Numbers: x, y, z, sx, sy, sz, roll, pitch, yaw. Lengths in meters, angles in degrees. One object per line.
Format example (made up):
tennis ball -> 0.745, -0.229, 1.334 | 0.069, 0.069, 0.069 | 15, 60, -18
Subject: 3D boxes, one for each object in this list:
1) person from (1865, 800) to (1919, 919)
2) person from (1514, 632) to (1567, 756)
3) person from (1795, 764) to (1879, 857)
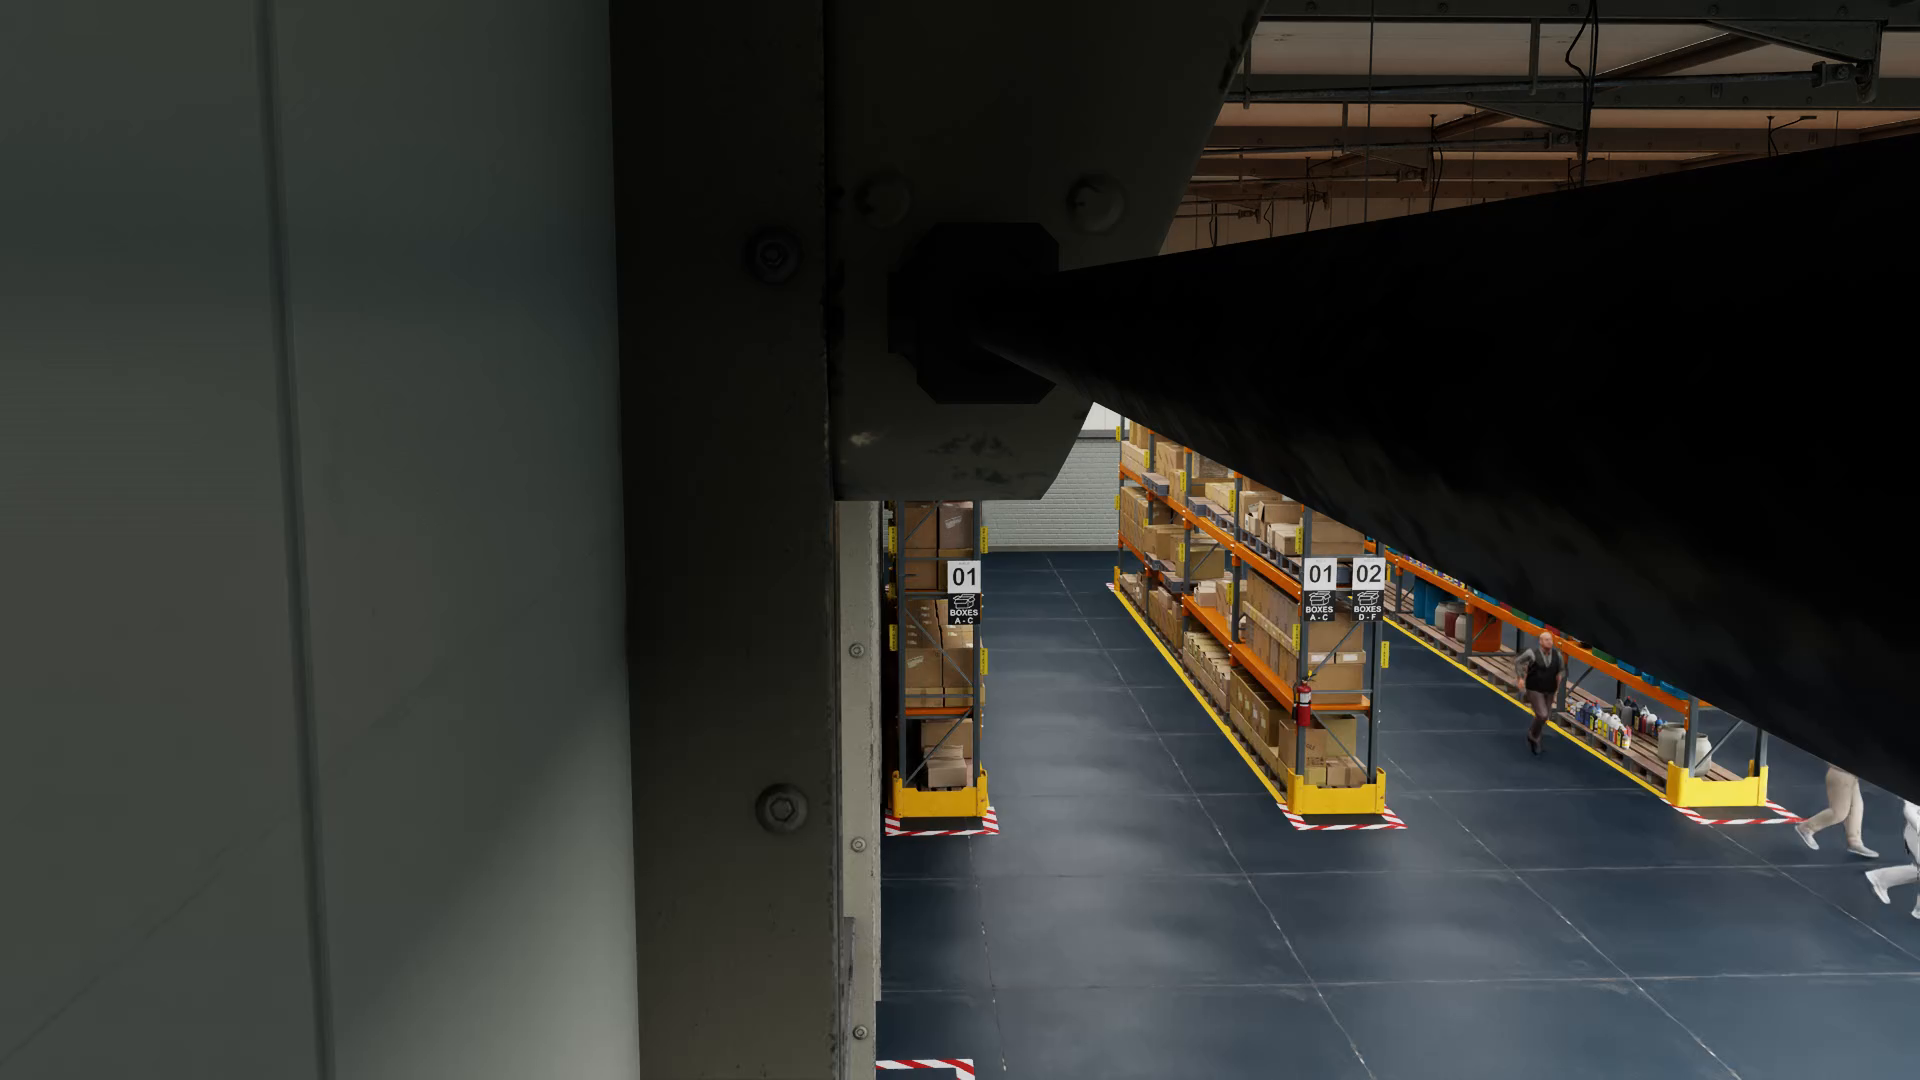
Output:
person -> 9.792, 3.037, 17.065 | 0.817, 1.755, 0.731 | 4, 9, 28
person -> 8.151, 2.146, 23.287 | 0.620, 1.749, 0.811 | -1, 8, -9
person -> 10.093, 2.744, 19.039 | 0.857, 1.719, 0.682 | 6, 10, 34
